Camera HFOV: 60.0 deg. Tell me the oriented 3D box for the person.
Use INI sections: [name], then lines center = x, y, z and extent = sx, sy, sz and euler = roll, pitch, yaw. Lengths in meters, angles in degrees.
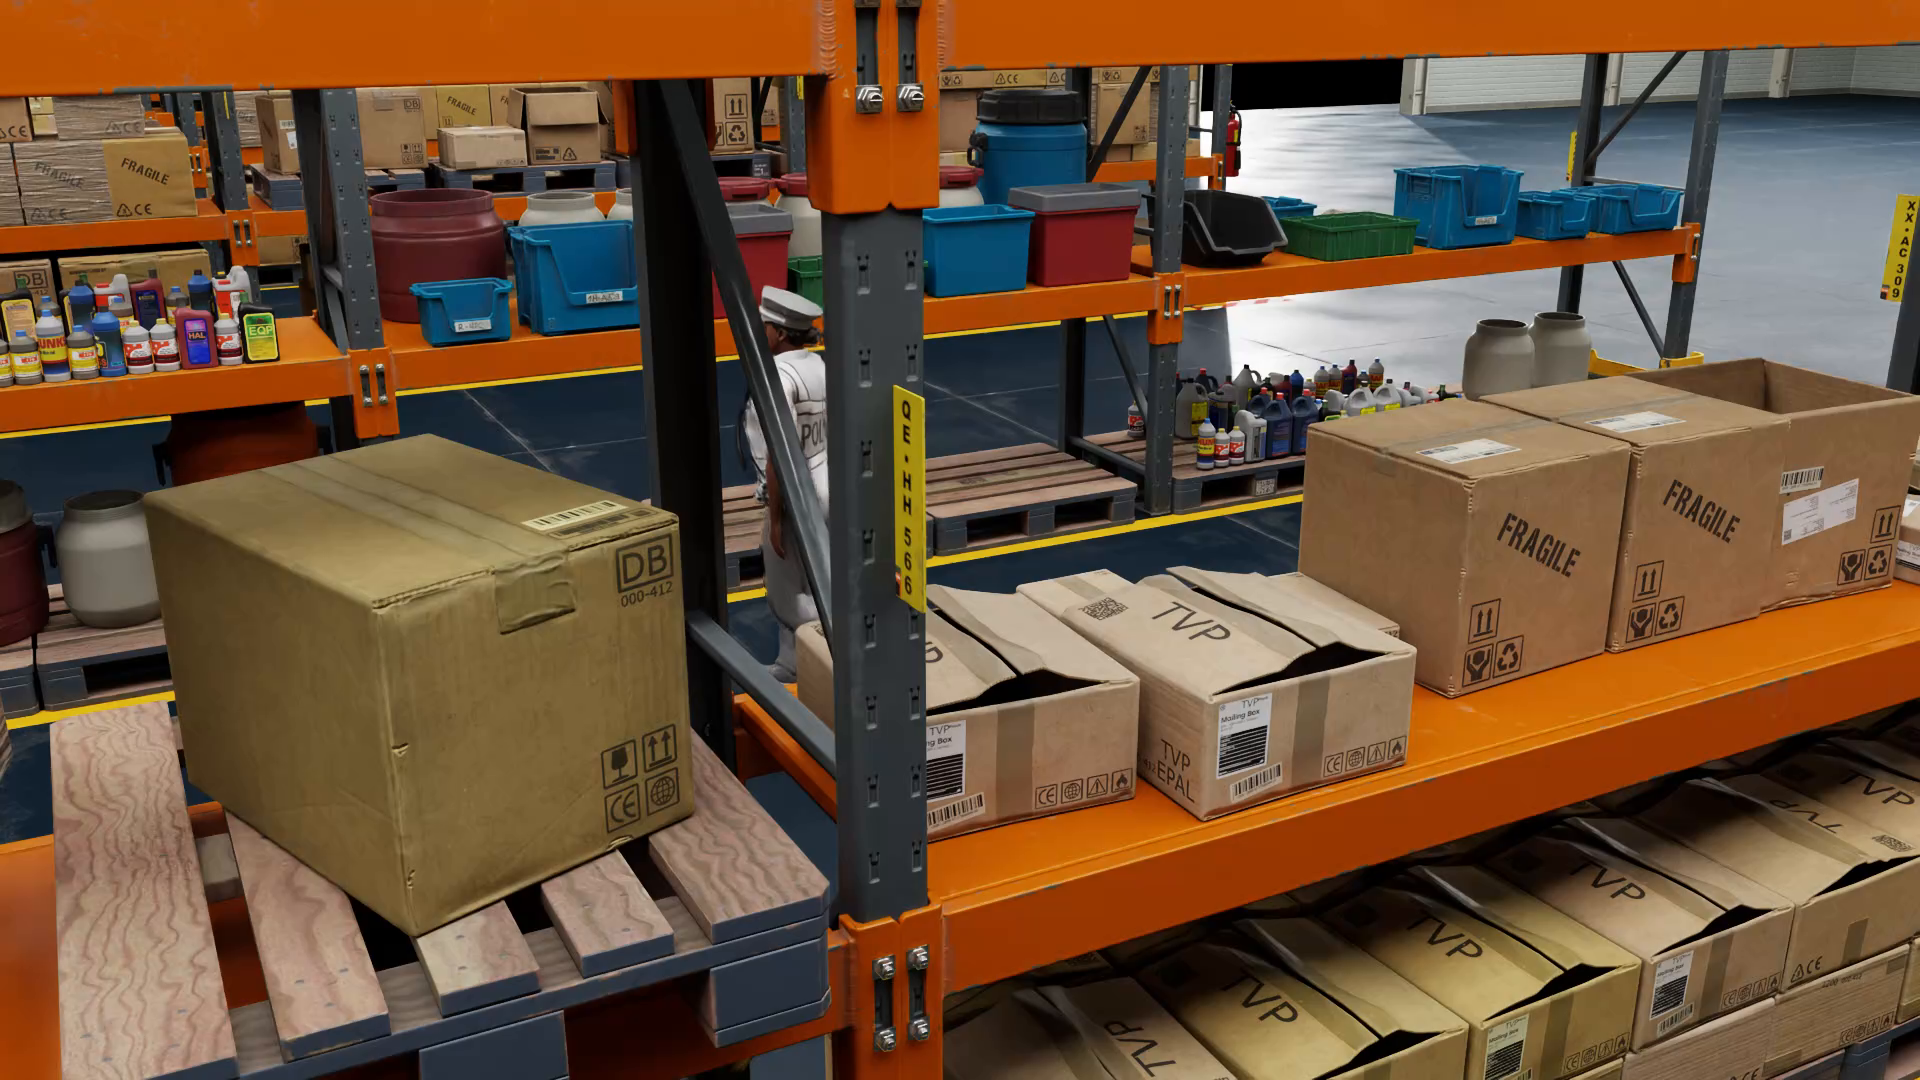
[person]
center = -0.559, -0.152, 6.466
extent = 0.747, 1.663, 0.513
euler = 6, 20, 17
